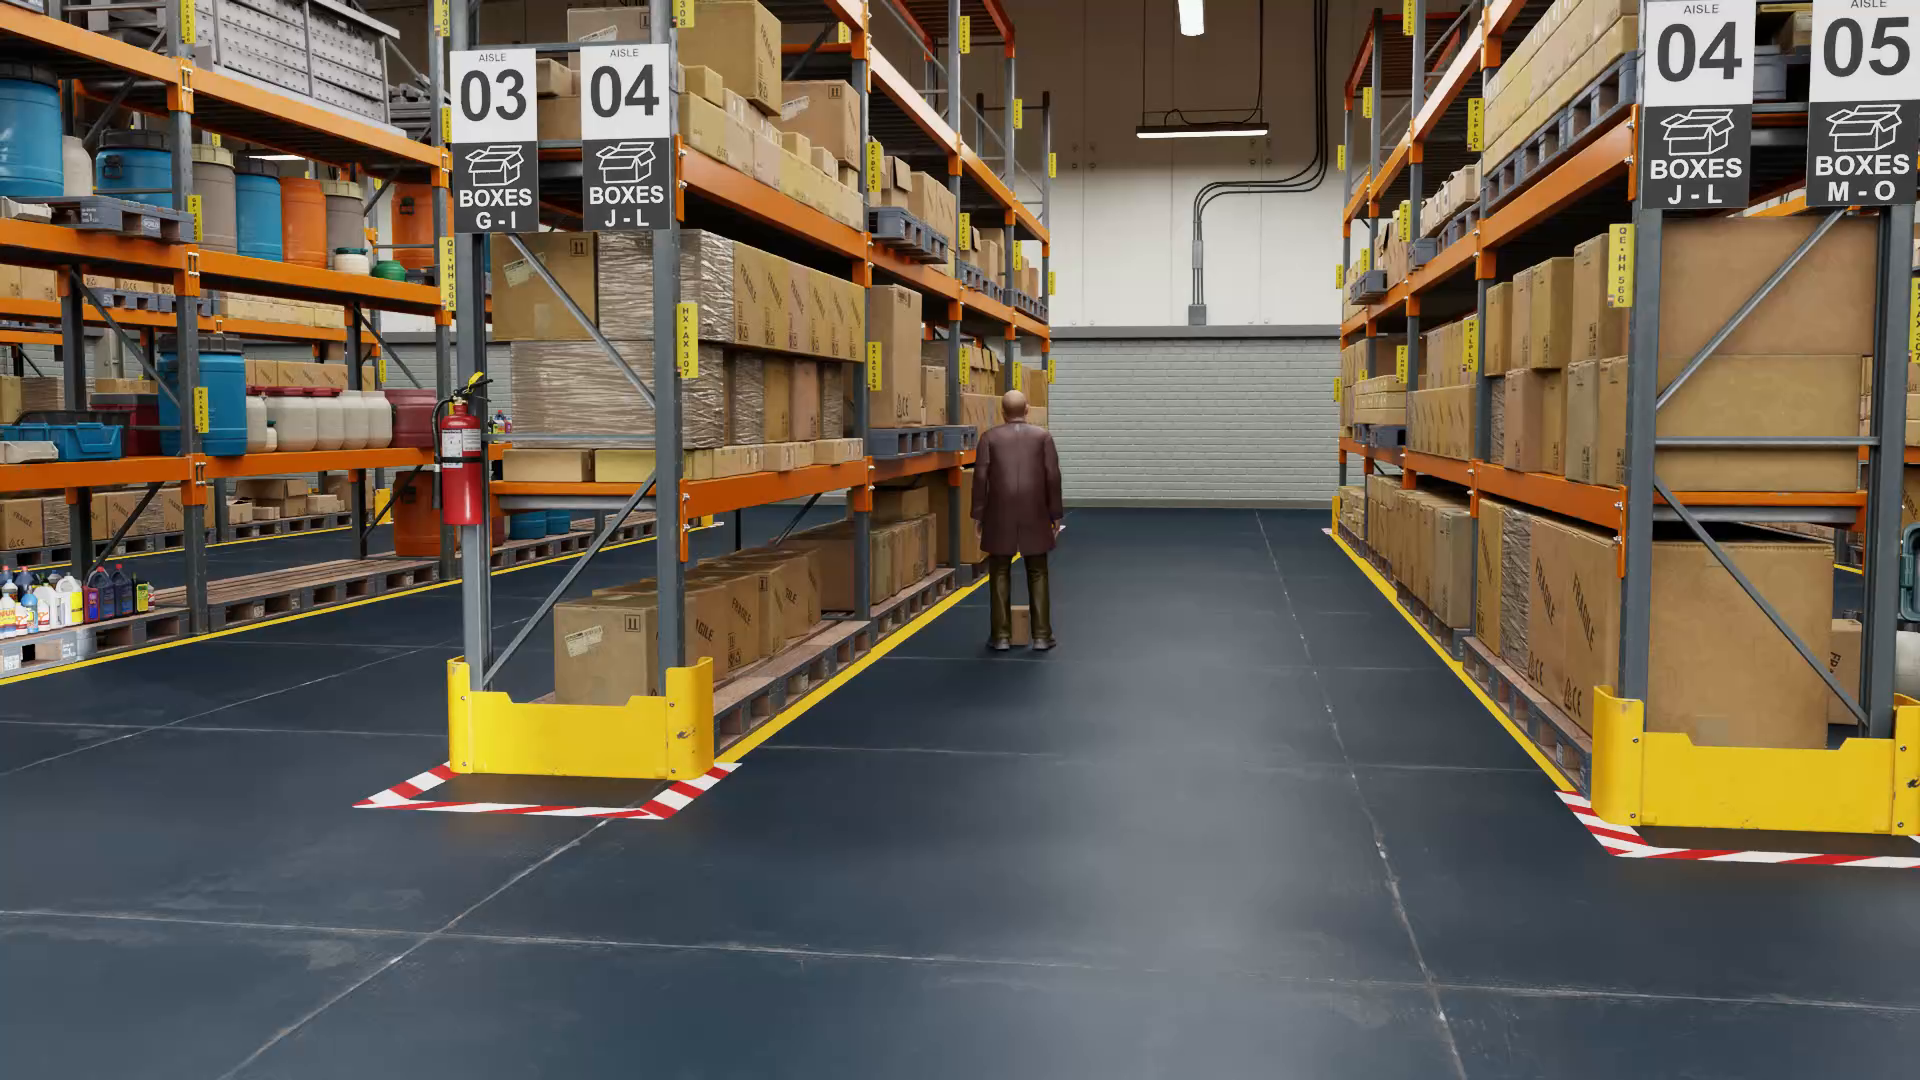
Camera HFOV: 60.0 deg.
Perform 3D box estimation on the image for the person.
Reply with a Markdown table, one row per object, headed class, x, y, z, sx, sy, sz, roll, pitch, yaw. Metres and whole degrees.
| class | x | y | z | sx | sy | sz | roll | pitch | yaw |
| --- | --- | --- | --- | --- | --- | --- | --- | --- | --- |
| person | 0.392 | -0.141 | 11.430 | 0.642 | 1.774 | 0.426 | 0 | 4 | 0 |
